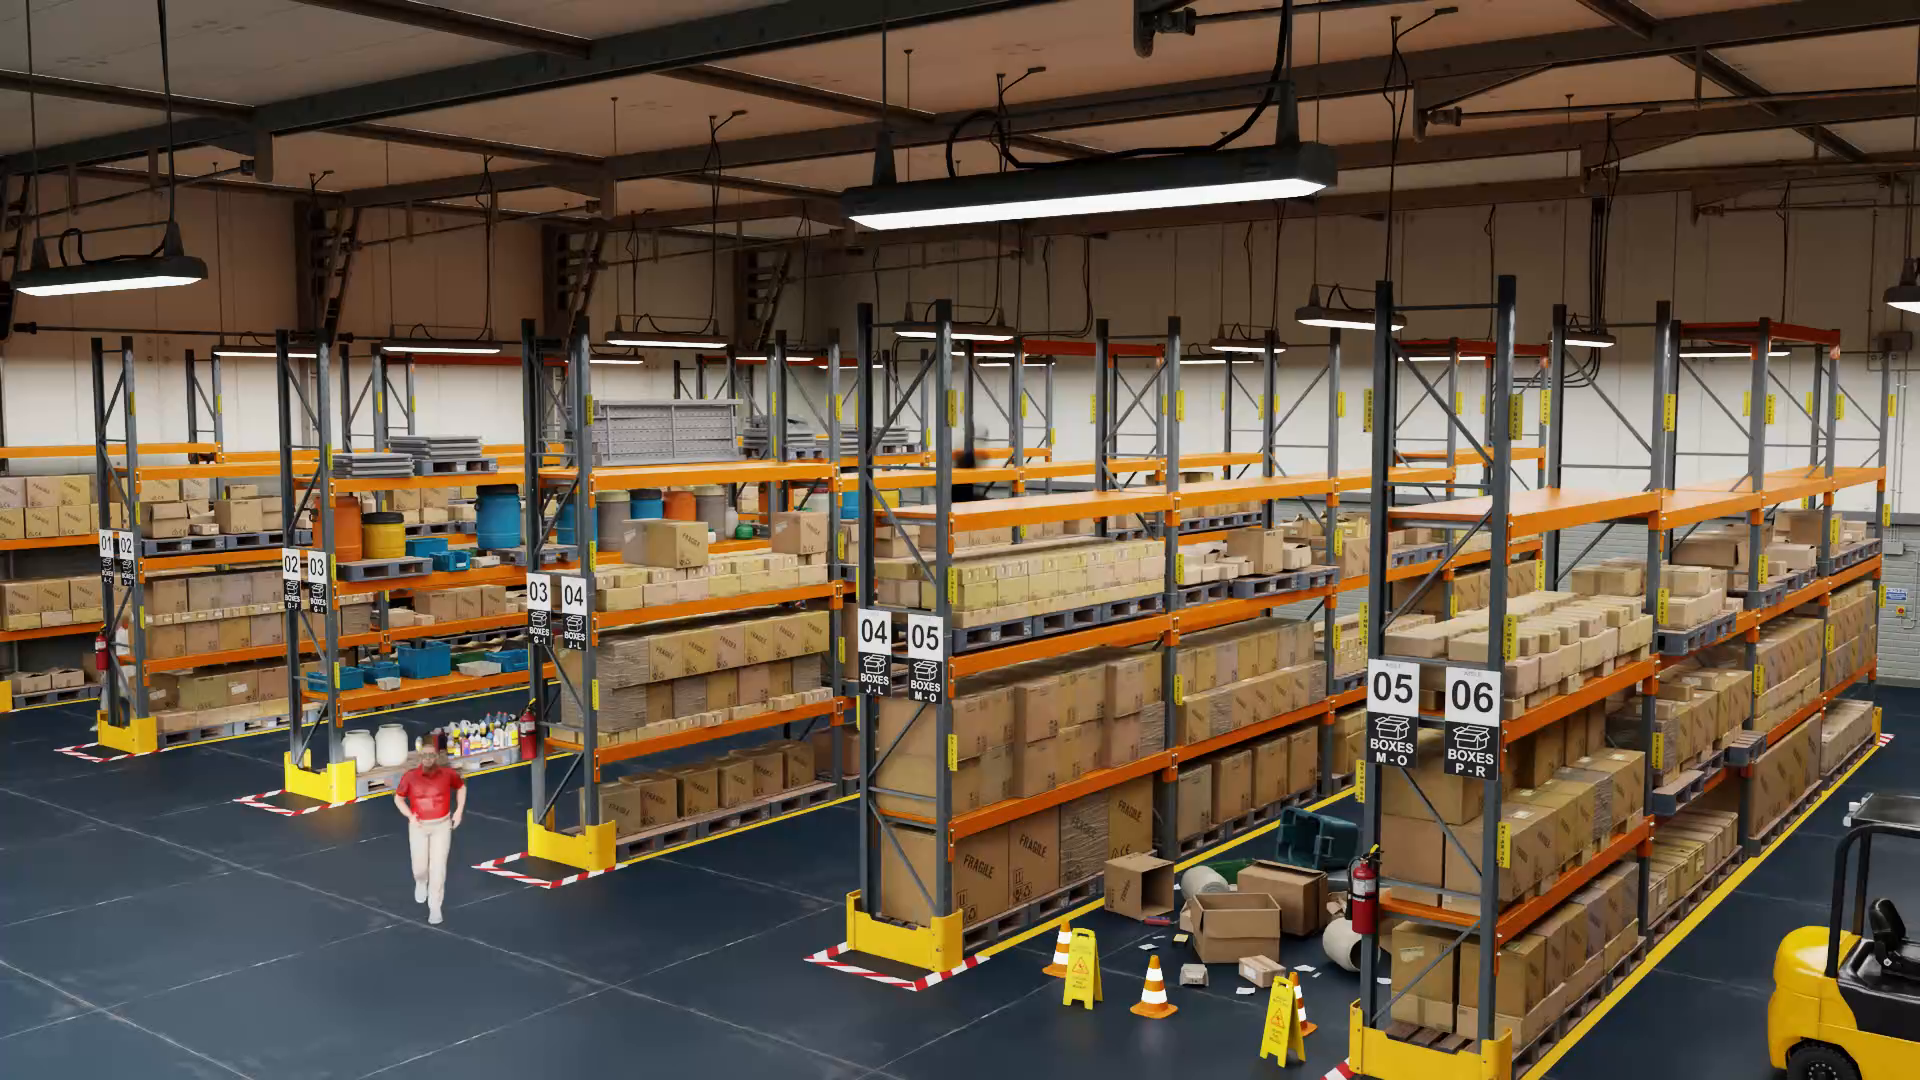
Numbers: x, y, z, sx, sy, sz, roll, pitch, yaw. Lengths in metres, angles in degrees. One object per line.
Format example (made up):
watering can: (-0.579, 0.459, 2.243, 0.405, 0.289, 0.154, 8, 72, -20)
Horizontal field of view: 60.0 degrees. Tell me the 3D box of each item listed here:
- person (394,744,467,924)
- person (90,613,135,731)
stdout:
person: (-5.284, 2.879, 16.595, 0.666, 1.733, 0.795, -1, 5, -16)
person: (-12.984, 1.984, 25.847, 0.717, 1.719, 0.825, 3, 6, 33)
